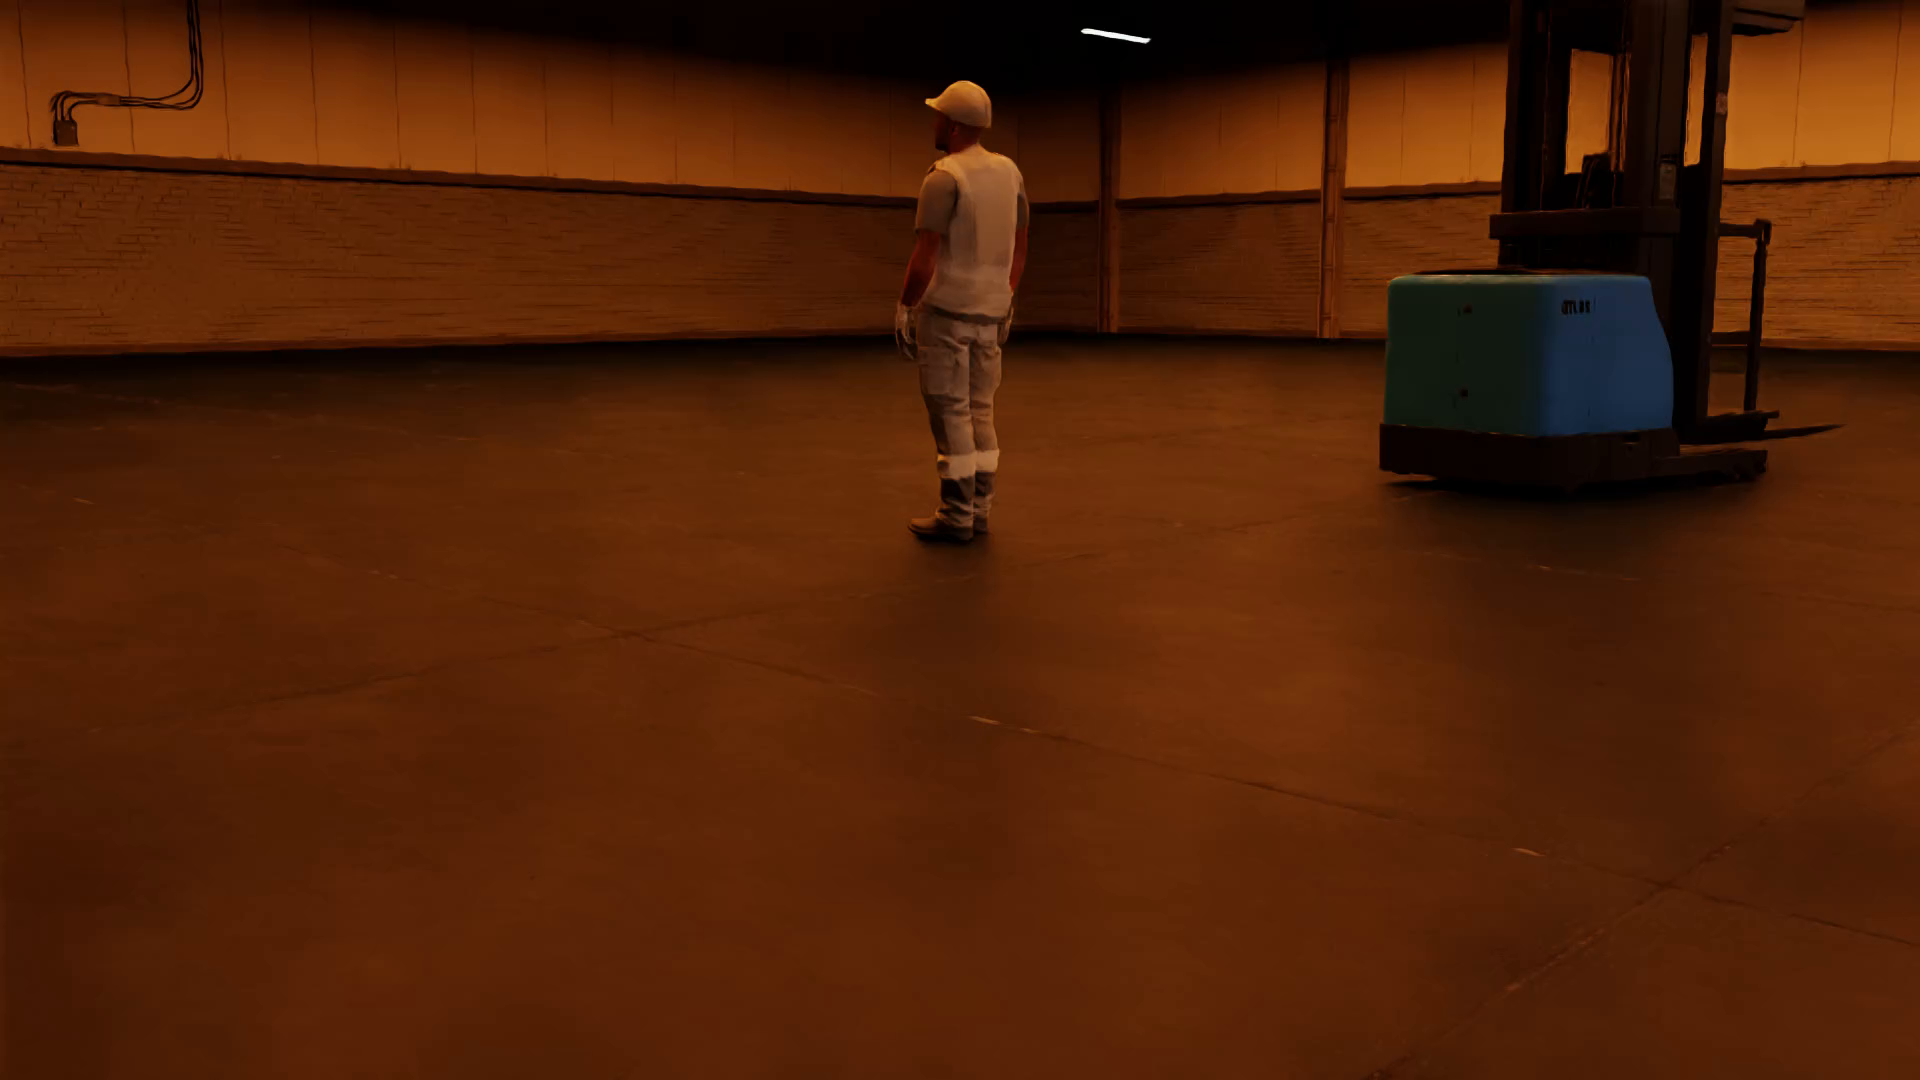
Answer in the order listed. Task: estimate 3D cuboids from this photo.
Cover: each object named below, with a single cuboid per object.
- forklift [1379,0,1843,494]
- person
[{"bbox_3d":[3.704,-1.816,8.936,3.031,2.935,1.130,-6,10,-34],"label":"forklift"},{"bbox_3d":[-0.050,-0.901,6.646,0.563,1.787,0.637,8,12,43],"label":"person"}]
